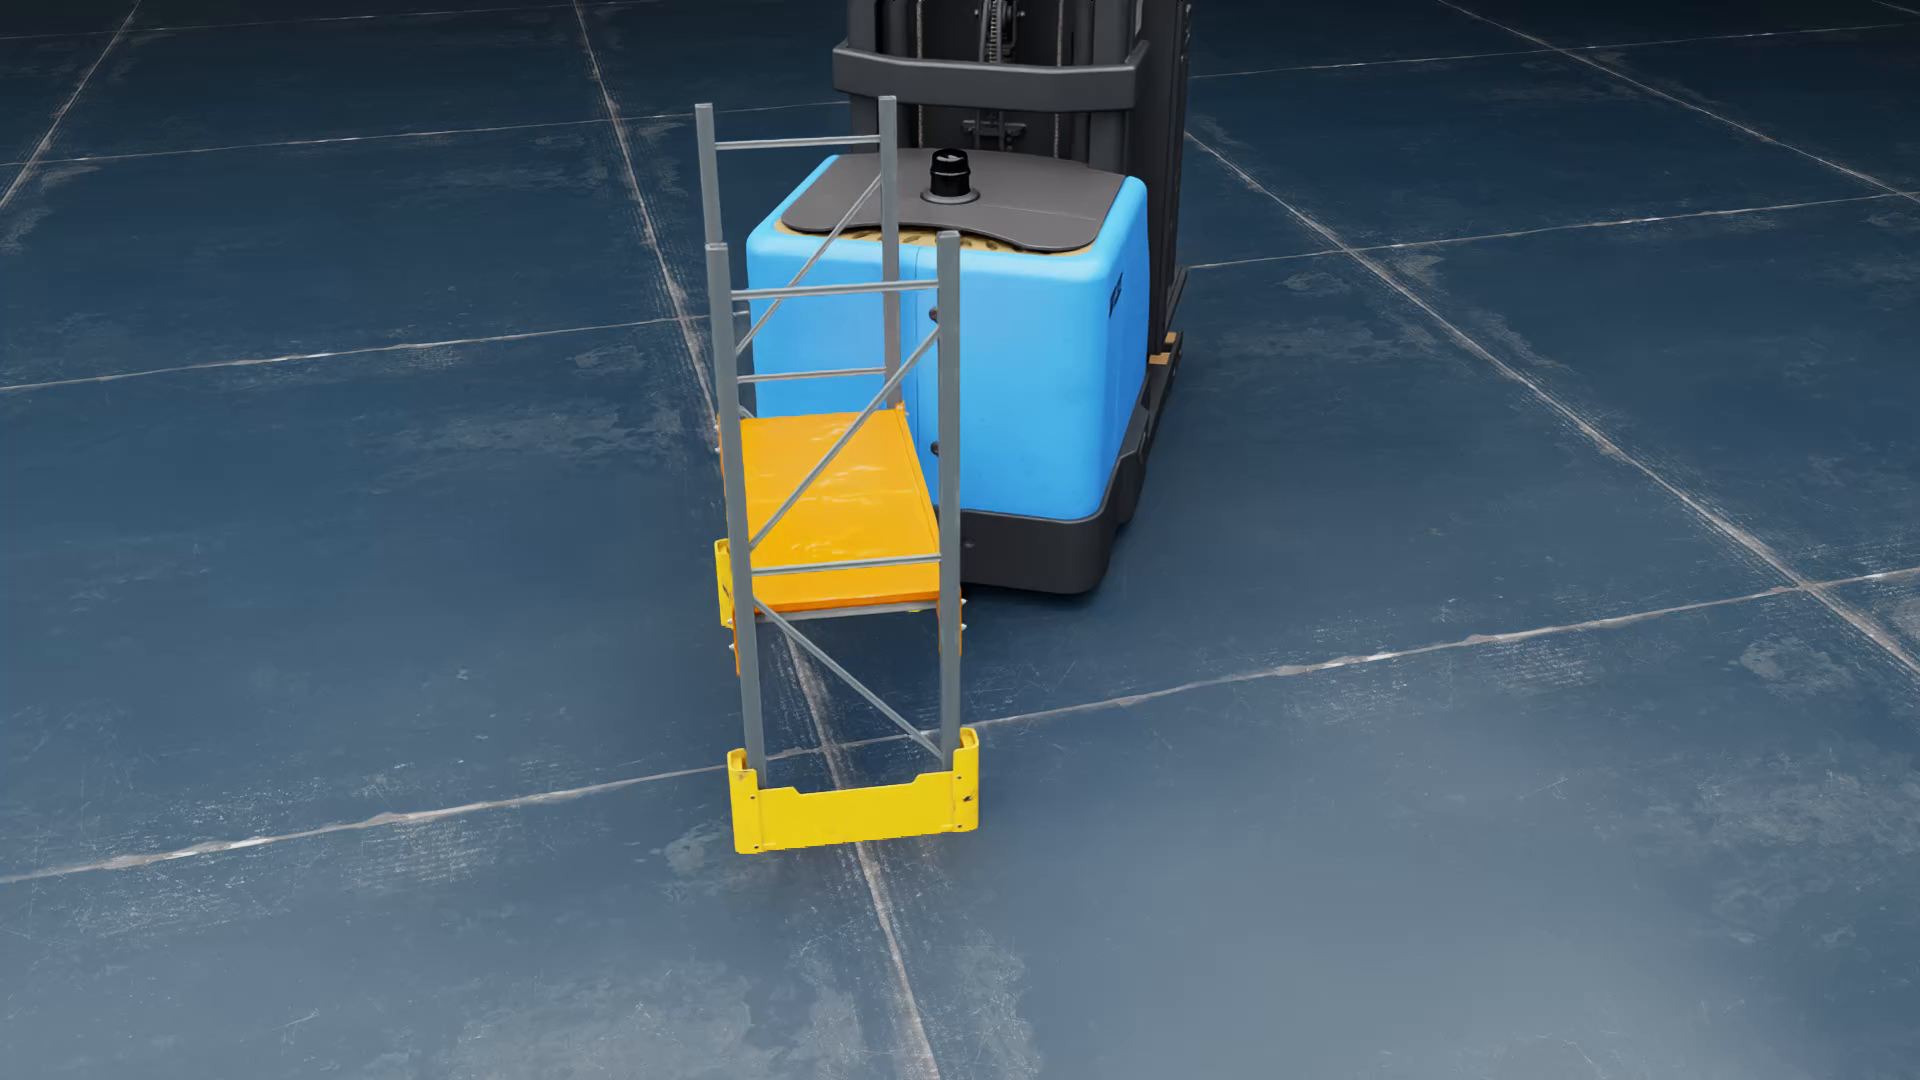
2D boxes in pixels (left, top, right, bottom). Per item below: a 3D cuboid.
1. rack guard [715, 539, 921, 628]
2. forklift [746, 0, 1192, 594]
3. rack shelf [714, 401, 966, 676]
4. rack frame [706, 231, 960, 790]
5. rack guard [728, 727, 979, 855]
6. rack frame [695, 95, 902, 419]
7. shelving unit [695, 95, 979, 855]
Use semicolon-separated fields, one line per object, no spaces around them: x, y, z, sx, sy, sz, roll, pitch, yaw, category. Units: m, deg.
-0.405;0.106;4.818;0.587;0.250;0.087;-5;30;-8;rack guard
0.231;-1.836;5.496;1.130;2.935;3.031;7;31;12;forklift
-0.329;-0.038;4.177;0.538;0.185;1.000;-5;30;-8;rack shelf
-0.249;0.058;3.652;0.500;1.500;0.032;-5;30;-8;rack frame
-0.249;0.598;3.967;0.587;0.250;0.087;-5;30;-8;rack guard
-0.408;-0.445;4.521;0.500;1.500;0.032;-5;30;-8;rack frame
-0.327;-0.189;4.079;0.587;1.500;1.083;-5;30;-8;shelving unit
